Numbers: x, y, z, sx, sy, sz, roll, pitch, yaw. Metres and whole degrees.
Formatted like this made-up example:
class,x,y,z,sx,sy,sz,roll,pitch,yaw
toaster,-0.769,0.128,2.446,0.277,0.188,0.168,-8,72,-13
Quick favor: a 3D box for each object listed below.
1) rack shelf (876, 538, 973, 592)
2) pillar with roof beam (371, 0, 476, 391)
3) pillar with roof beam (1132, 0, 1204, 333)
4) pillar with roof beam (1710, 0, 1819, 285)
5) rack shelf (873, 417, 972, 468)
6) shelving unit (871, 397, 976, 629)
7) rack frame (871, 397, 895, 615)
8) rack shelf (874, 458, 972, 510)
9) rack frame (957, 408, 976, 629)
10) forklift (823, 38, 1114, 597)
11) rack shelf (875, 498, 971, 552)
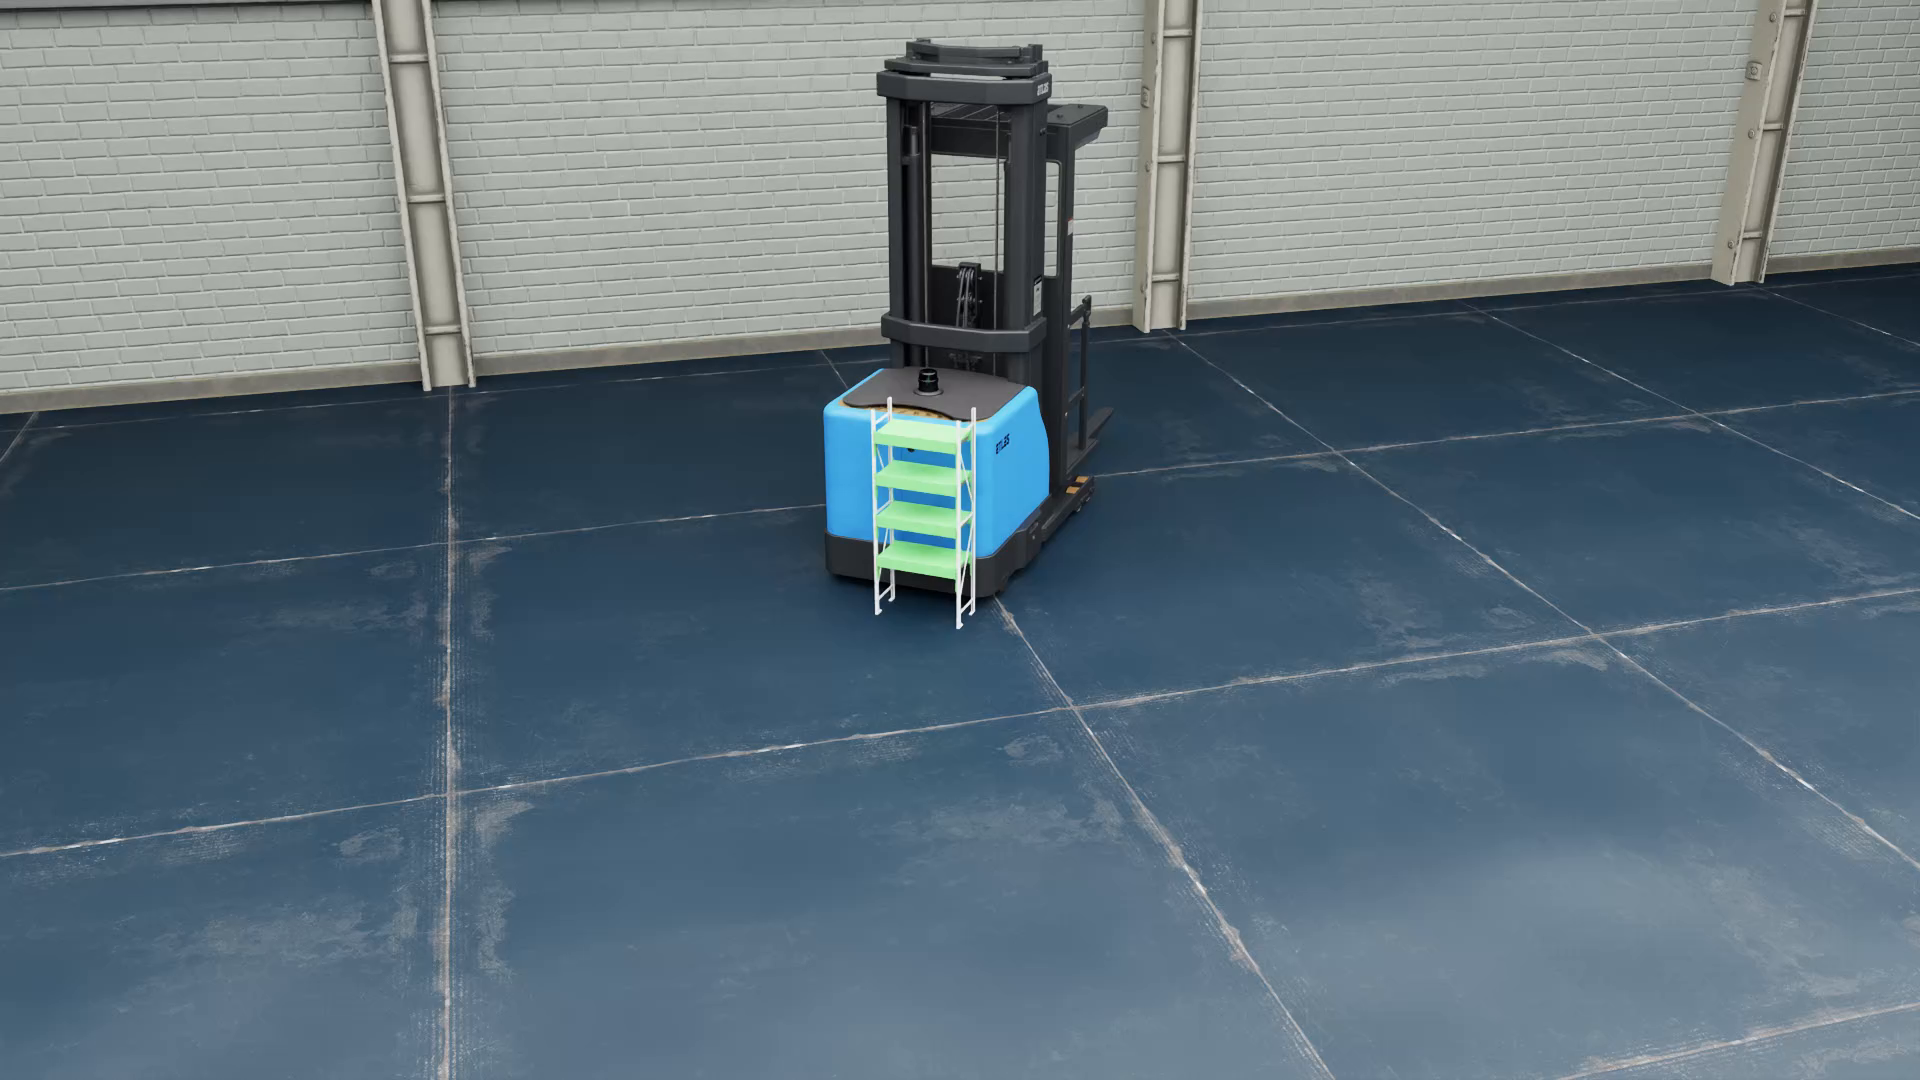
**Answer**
class,x,y,z,sx,sy,sz,roll,pitch,yaw
rack shelf,-0.194,0.137,9.181,0.480,0.148,0.258,9,25,20
pillar with roof beam,-2.868,-3.742,7.559,0.400,9.000,9.100,-6,24,-14
pillar with roof beam,2.909,-4.381,9.049,0.400,9.000,9.100,-6,24,-14
pillar with roof beam,8.686,-5.020,10.538,0.400,9.000,9.100,-6,24,-14
rack shelf,-0.194,-0.525,8.897,0.480,0.148,0.258,9,25,20
shelving unit,-0.194,-0.143,9.061,0.503,1.200,0.258,9,25,20
rack frame,-0.421,-0.178,9.143,0.015,1.200,0.240,9,25,20
rack shelf,-0.194,-0.305,8.992,0.480,0.148,0.258,9,25,20
rack frame,0.033,-0.108,8.979,0.015,1.200,0.240,9,25,20
forklift,0.231,-1.577,10.209,1.130,2.935,3.031,9,25,20
rack shelf,-0.194,-0.084,9.086,0.480,0.148,0.258,9,25,20
